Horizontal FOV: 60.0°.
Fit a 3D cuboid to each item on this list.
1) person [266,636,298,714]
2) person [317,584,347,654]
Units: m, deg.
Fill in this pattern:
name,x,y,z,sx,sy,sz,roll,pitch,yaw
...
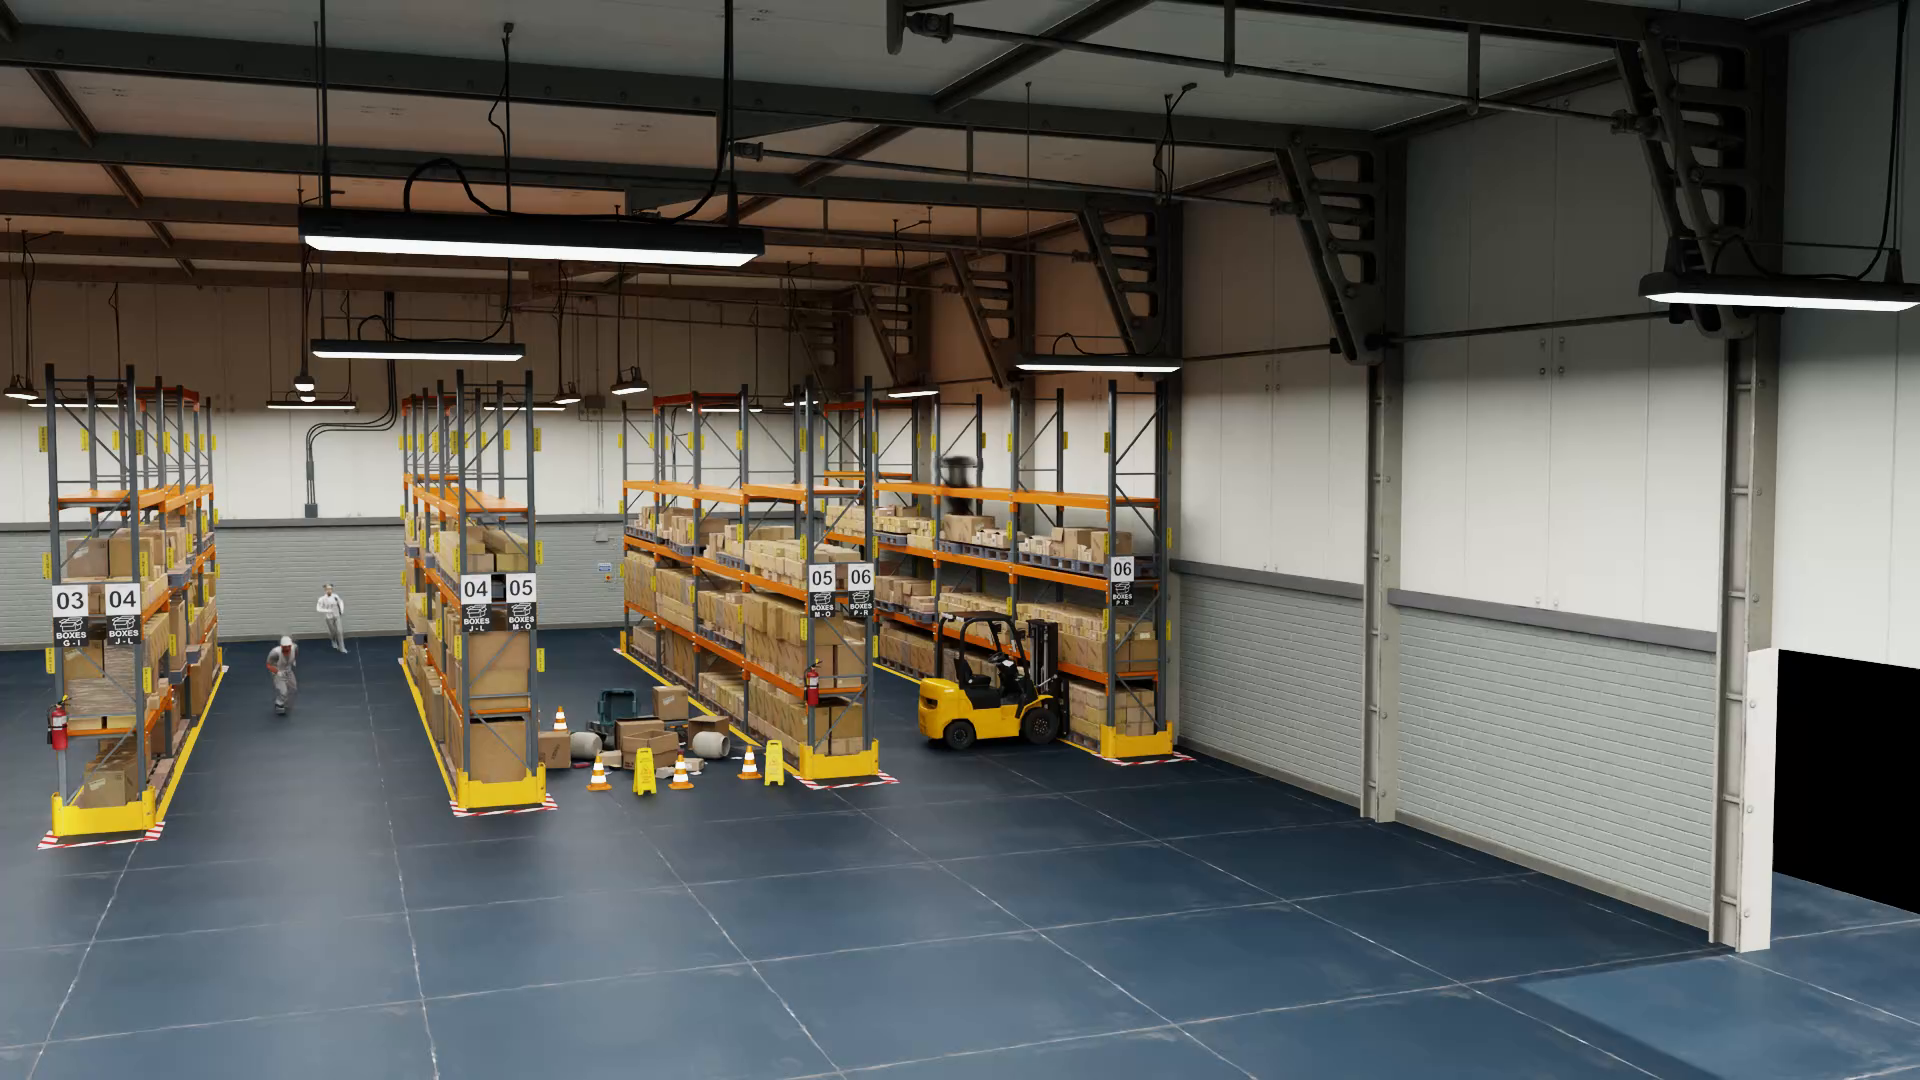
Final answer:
name,x,y,z,sx,sy,sz,roll,pitch,yaw
person,-12.437,2.475,30.566,0.965,1.501,0.725,2,4,35
person,-15.017,1.855,39.689,0.643,1.658,0.895,-2,4,-33
